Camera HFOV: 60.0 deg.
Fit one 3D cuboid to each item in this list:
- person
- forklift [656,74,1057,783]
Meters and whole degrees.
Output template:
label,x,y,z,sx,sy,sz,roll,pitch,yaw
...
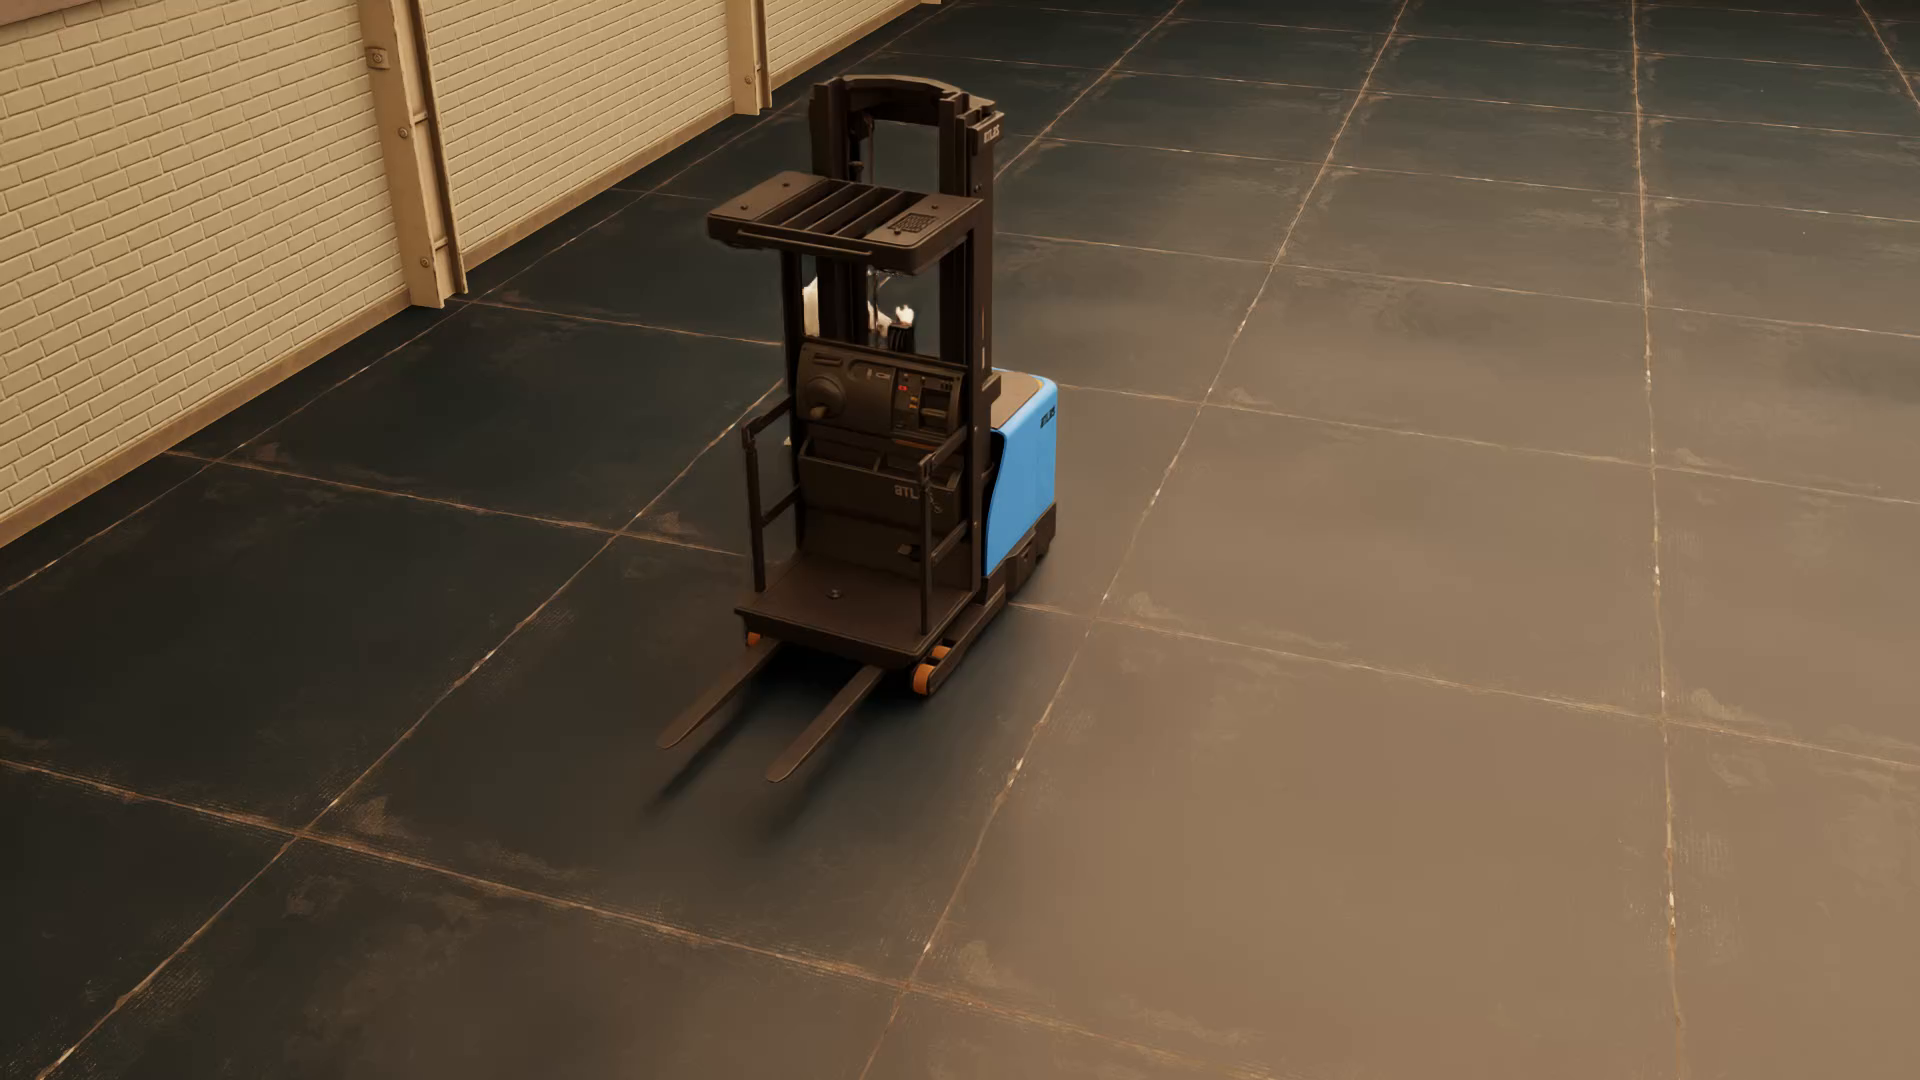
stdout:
label,x,y,z,sx,sy,sz,roll,pitch,yaw
person,-0.667,-1.151,10.568,1.132,1.527,0.737,20,35,31
forklift,-0.508,-0.707,8.377,1.130,2.935,3.031,13,32,22
